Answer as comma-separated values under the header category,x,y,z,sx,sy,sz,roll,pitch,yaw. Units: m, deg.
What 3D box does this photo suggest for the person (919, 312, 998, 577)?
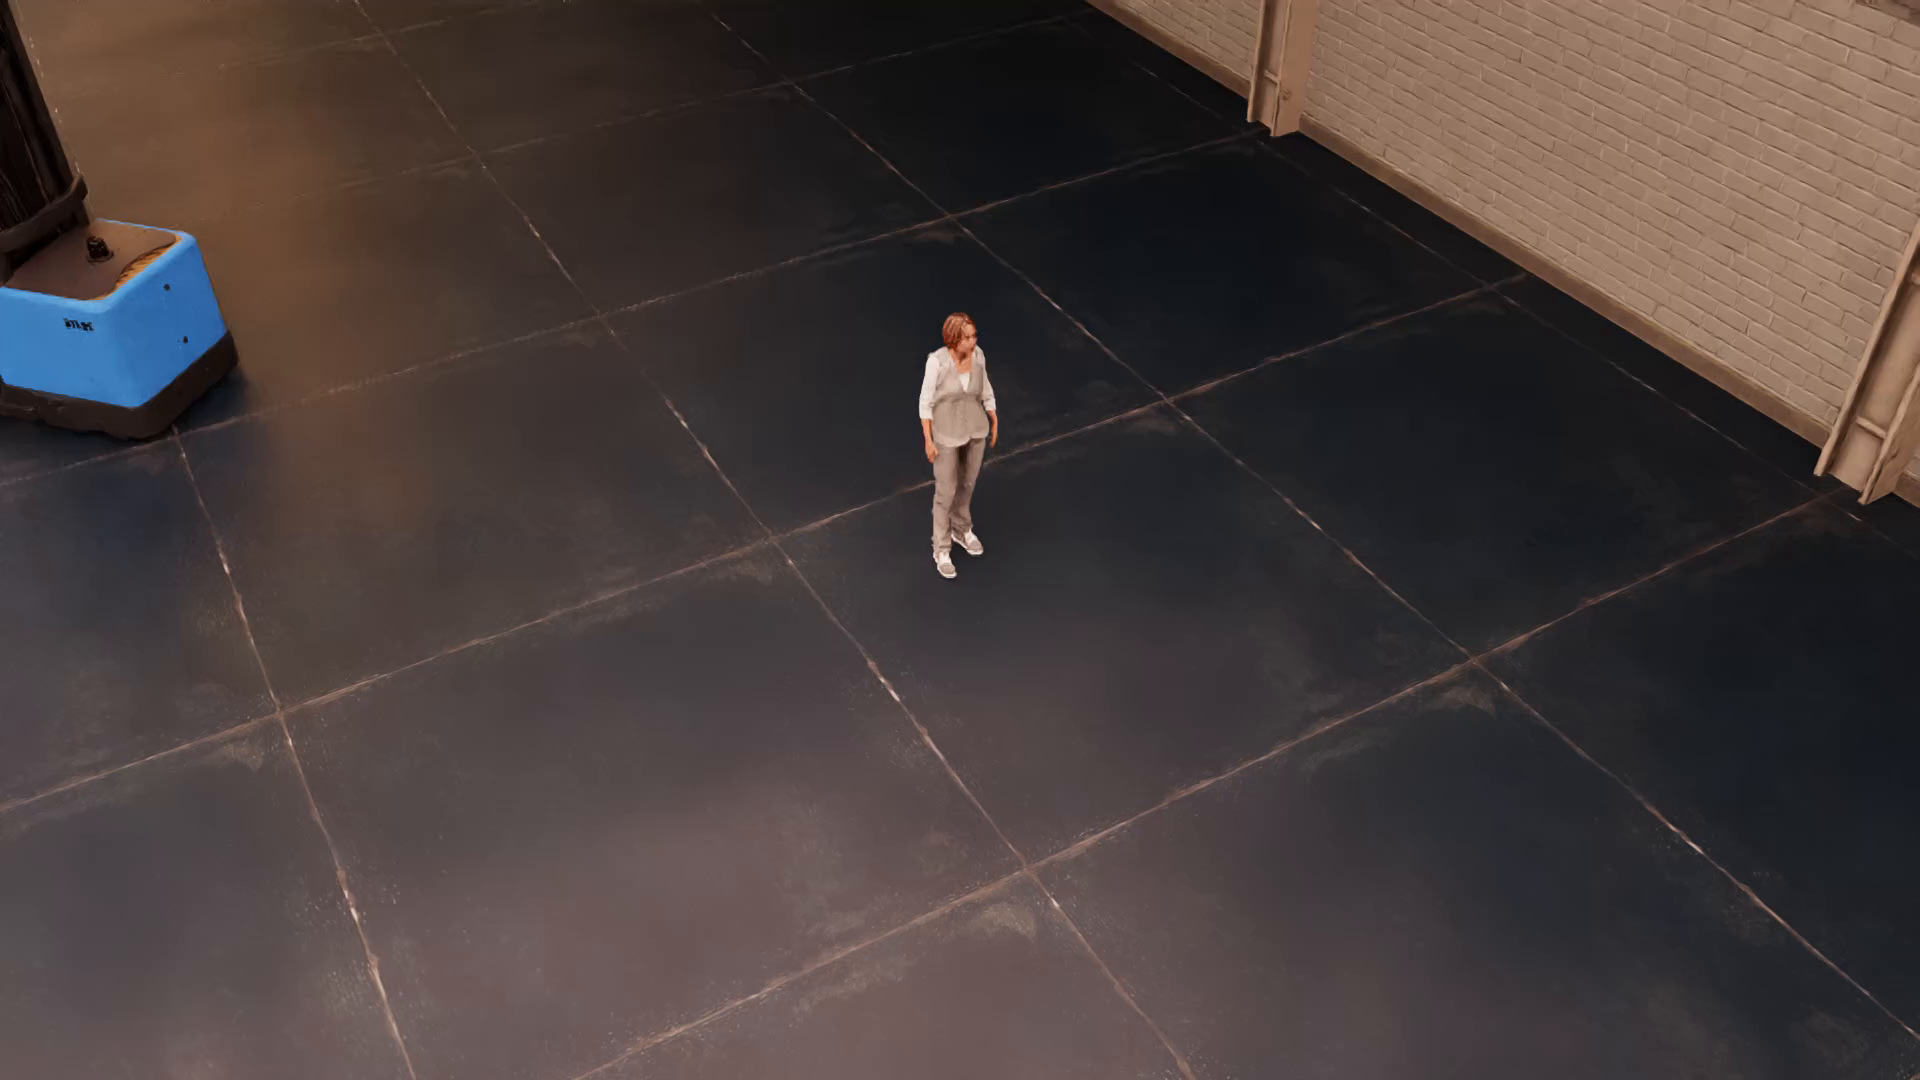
category,x,y,z,sx,sy,sz,roll,pitch,yaw
person,0.025,-0.575,9.763,0.521,1.597,0.474,-20,44,-23

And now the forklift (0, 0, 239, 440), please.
category,x,y,z,sx,sy,sz,roll,pitch,yaw
forklift,-6.670,-2.325,10.839,3.031,2.935,1.130,10,41,12
